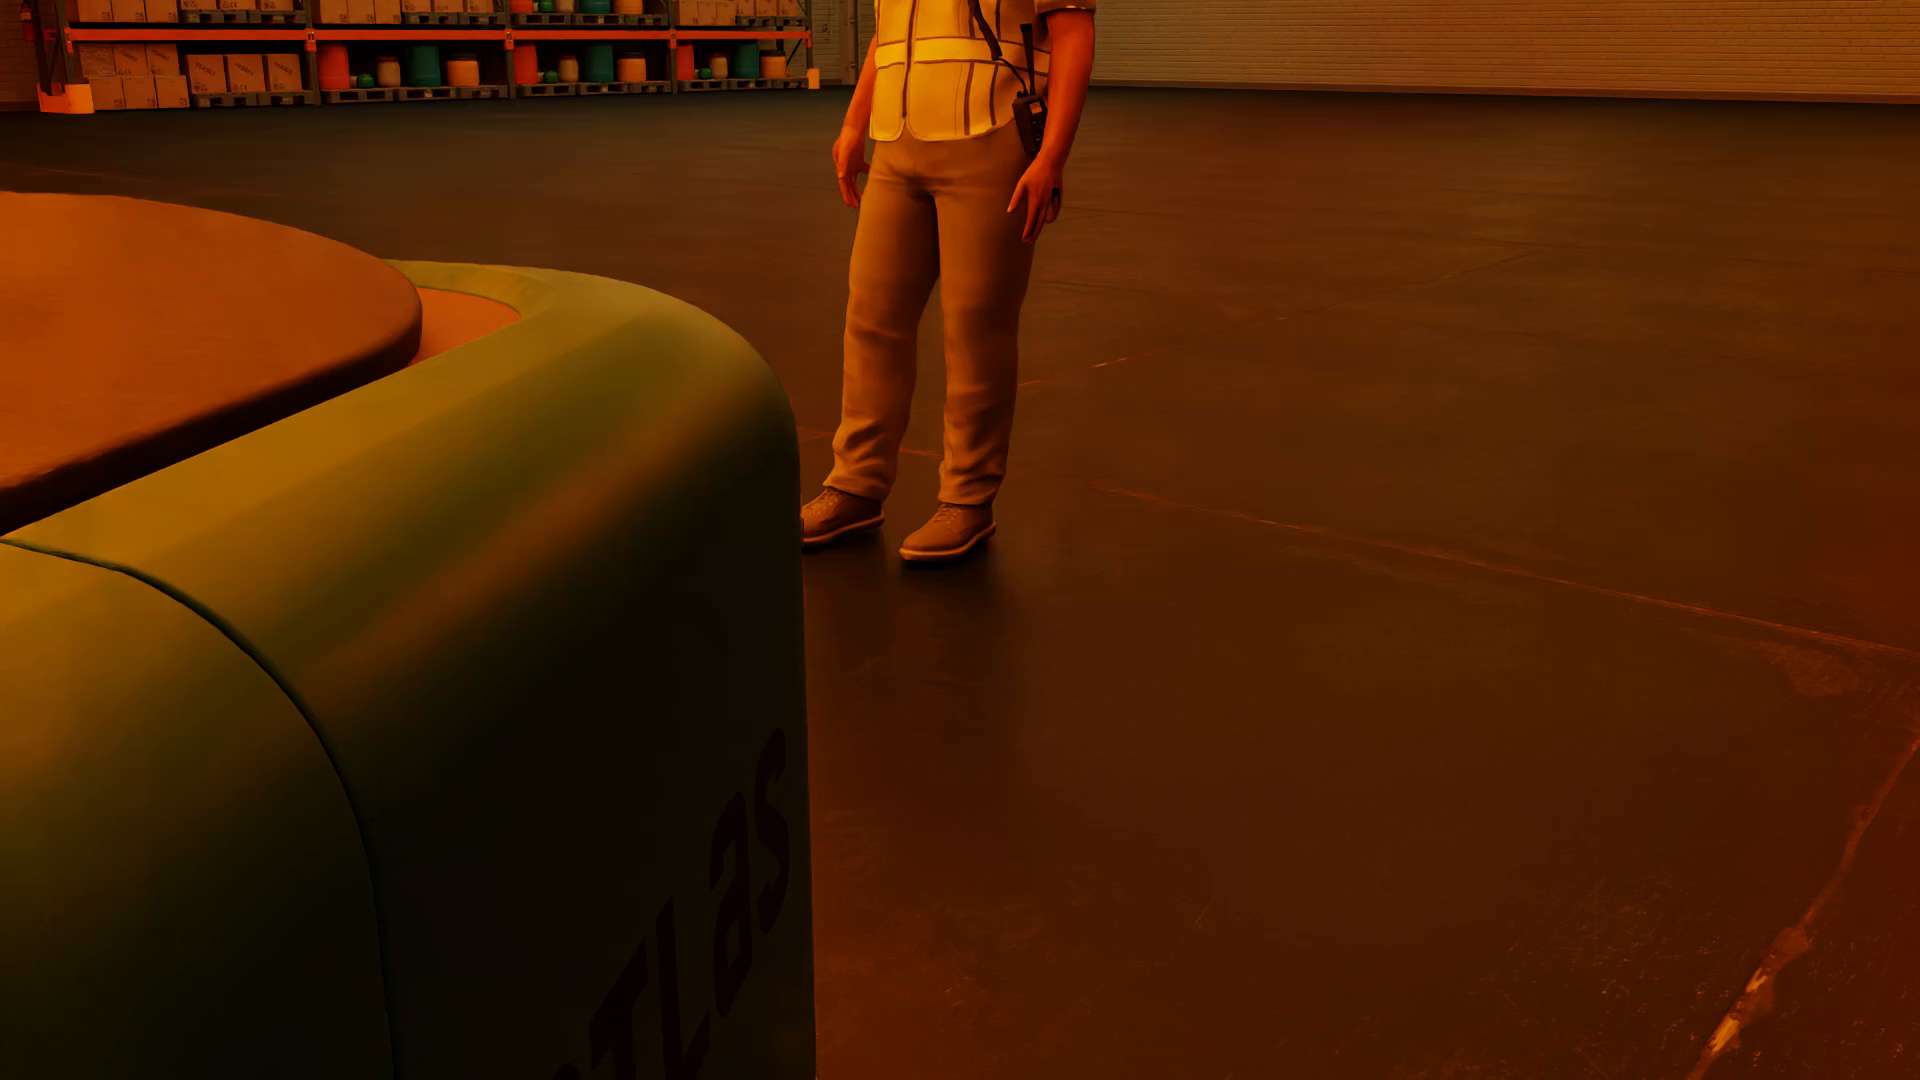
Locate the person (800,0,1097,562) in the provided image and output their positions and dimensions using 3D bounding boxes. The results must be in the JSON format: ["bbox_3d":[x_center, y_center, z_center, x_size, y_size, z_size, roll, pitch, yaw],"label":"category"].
[{"bbox_3d":[-0.059,-0.845,3.630,0.641,1.780,0.574,13,21,37],"label":"person"}]
